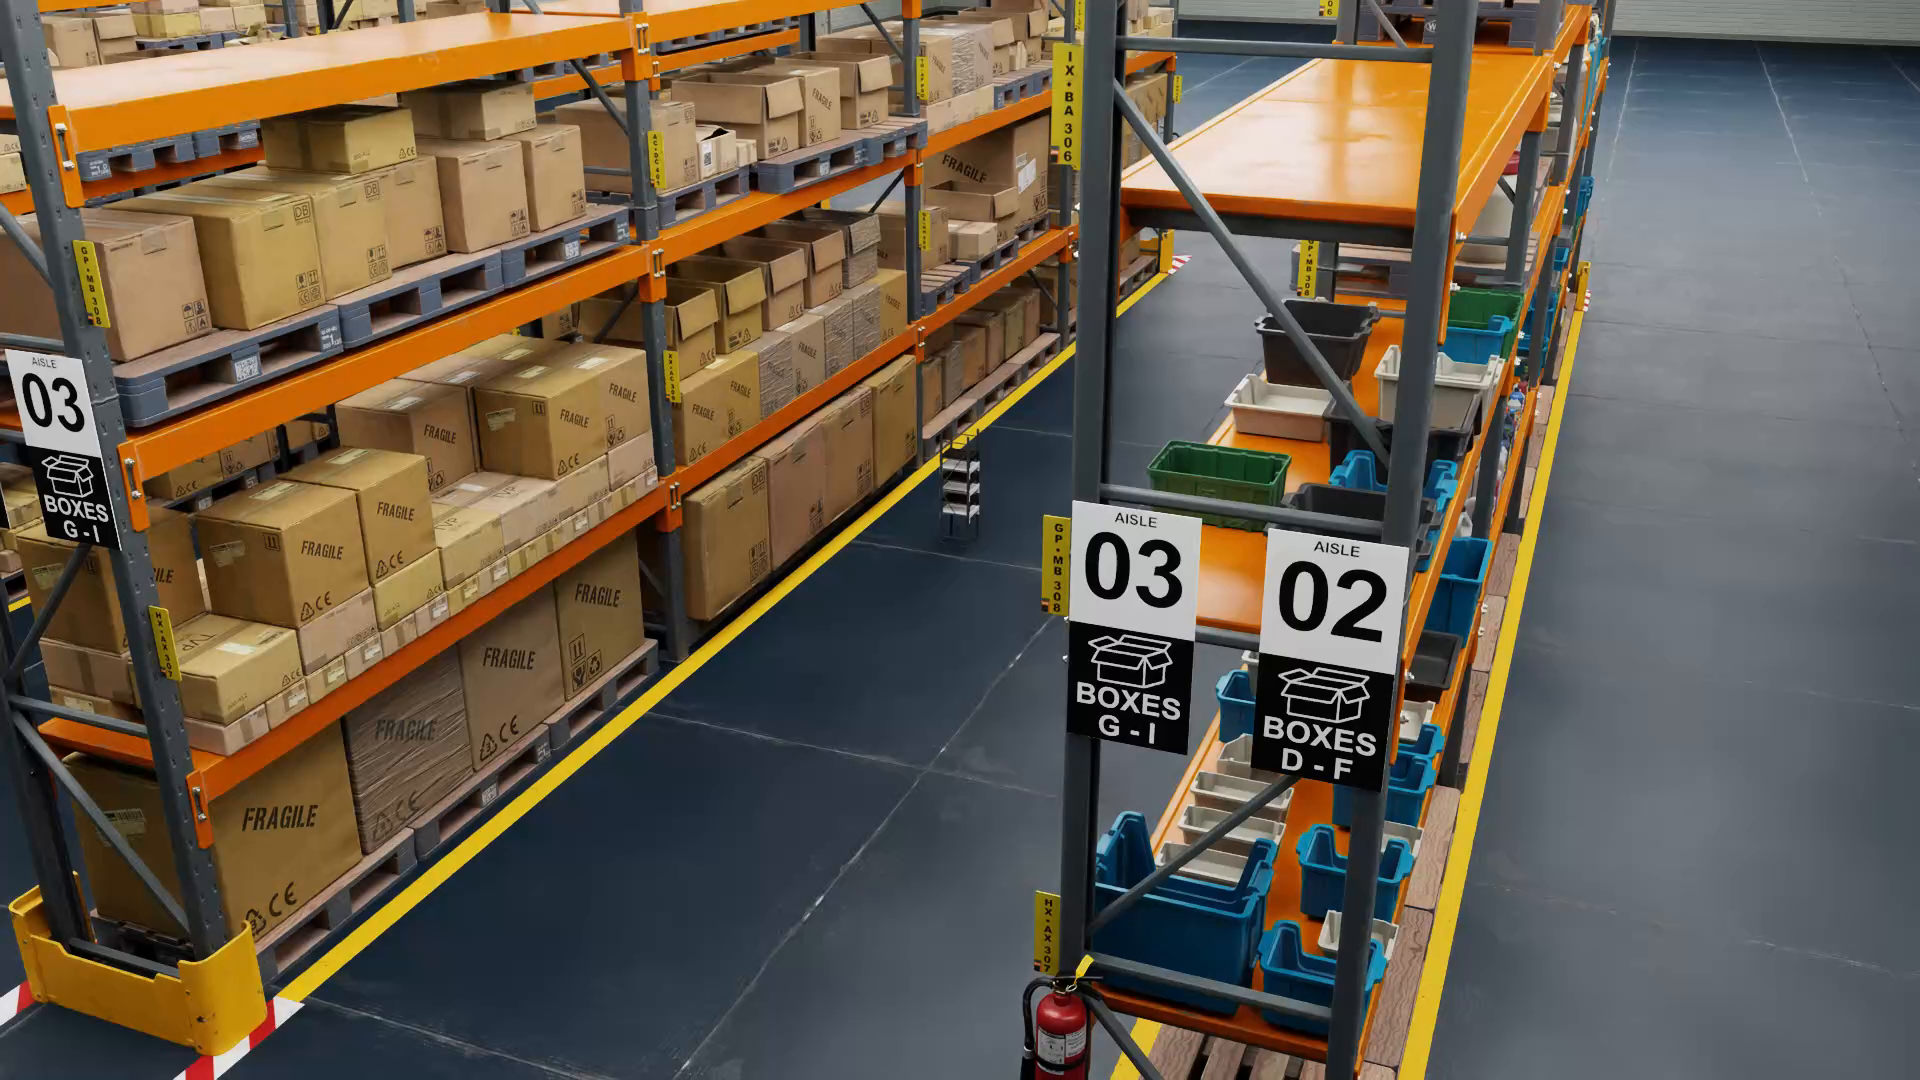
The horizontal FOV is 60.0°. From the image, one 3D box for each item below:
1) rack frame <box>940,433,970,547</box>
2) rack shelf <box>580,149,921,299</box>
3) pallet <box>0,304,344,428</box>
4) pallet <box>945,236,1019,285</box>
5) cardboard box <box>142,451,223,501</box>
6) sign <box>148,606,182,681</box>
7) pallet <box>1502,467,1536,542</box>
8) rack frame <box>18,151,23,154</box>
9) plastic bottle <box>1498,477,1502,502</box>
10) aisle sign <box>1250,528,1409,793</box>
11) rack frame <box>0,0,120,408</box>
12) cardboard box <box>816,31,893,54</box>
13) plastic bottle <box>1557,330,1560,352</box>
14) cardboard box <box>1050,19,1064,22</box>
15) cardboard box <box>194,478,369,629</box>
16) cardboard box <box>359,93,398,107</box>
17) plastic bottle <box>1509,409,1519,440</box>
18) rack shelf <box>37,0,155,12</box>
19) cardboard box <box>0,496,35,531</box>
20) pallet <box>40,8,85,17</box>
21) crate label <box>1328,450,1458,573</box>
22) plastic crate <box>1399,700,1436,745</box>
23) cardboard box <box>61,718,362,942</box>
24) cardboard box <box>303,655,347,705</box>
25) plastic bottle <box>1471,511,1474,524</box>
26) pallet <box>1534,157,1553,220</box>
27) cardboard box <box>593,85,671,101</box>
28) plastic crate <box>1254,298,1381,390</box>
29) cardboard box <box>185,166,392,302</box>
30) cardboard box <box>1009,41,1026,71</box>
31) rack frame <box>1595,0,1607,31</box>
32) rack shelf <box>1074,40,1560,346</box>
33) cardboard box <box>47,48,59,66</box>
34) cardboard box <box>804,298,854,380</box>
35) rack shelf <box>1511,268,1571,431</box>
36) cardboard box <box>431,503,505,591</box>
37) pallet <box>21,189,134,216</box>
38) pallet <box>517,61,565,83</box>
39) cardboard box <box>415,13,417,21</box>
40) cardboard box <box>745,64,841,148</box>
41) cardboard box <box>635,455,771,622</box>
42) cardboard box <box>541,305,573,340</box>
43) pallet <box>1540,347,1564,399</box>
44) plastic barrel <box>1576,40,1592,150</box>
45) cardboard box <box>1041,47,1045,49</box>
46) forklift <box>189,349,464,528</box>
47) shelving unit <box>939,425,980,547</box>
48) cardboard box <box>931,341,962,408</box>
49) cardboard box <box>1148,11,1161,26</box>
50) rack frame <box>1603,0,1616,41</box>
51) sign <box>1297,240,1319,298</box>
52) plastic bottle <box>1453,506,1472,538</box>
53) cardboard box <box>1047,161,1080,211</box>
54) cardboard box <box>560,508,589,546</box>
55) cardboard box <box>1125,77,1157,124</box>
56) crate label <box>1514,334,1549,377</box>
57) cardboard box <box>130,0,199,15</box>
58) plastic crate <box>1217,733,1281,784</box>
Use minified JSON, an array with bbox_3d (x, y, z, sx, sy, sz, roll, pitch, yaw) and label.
[{"bbox_3d":[-0.041,-0.376,12.705,0.240,0.900,0.006,9,24,20],"label":"rack frame"},{"bbox_3d":[-1.551,-2.419,11.913,1.077,0.370,4.000,9,24,20],"label":"rack shelf"},{"bbox_3d":[-3.514,-0.829,7.290,1.003,0.211,1.213,9,24,20],"label":"pallet"},{"bbox_3d":[-0.111,-2.708,15.812,1.003,0.211,1.213,9,24,20],"label":"pallet"},{"bbox_3d":[-6.341,-0.664,13.368,0.500,0.500,0.500,10,25,22],"label":"cardboard box"},{"bbox_3d":[-3.267,0.426,6.834,0.100,0.325,0.005,9,24,20],"label":"sign"},{"bbox_3d":[4.114,-0.358,13.556,1.003,0.211,1.213,9,24,20],"label":"pallet"},{"bbox_3d":[-6.862,-4.165,11.269,1.000,3.000,0.127,9,24,20],"label":"rack frame"},{"bbox_3d":[3.243,-0.330,10.128,0.097,0.201,0.097,0,23,0],"label":"plastic bottle"},{"bbox_3d":[1.068,0.359,4.850,0.394,0.787,0.004,9,24,20],"label":"aisle sign"},{"bbox_3d":[-3.780,-1.988,6.055,1.000,3.000,0.127,9,24,20],"label":"rack frame"},{"bbox_3d":[-0.863,-3.950,13.866,0.500,0.500,0.500,9,24,21],"label":"cardboard box"},{"bbox_3d":[6.031,-2.082,16.932,0.144,0.351,0.185,8,24,18],"label":"plastic bottle"},{"bbox_3d":[1.197,-5.726,18.575,0.380,0.149,0.250,8,24,18],"label":"cardboard box"},{"bbox_3d":[-3.165,0.055,7.786,0.500,0.500,0.500,8,24,19],"label":"cardboard box"},{"bbox_3d":[-5.352,-4.018,14.678,0.500,0.500,0.500,9,24,20],"label":"cardboard box"},{"bbox_3d":[3.710,-0.780,11.206,0.097,0.201,0.097,0,23,0],"label":"plastic bottle"},{"bbox_3d":[-6.119,-4.364,13.198,1.077,0.370,4.000,9,24,20],"label":"rack shelf"},{"bbox_3d":[-6.896,-0.198,11.937,0.380,0.149,0.250,9,24,20],"label":"cardboard box"},{"bbox_3d":[-12.841,-7.294,22.766,1.003,0.211,1.213,9,24,20],"label":"pallet"},{"bbox_3d":[1.461,-0.110,5.644,0.408,0.251,0.502,9,24,20],"label":"crate label"},{"bbox_3d":[1.937,0.819,7.385,0.293,0.136,0.466,9,24,20],"label":"plastic crate"},{"bbox_3d":[-3.616,1.327,8.116,0.875,0.875,0.875,9,24,20],"label":"cardboard box"},{"bbox_3d":[-3.153,0.633,7.891,0.380,0.149,0.250,8,24,19],"label":"cardboard box"},{"bbox_3d":[2.948,-0.079,9.436,0.097,0.271,0.097,0,23,0],"label":"plastic bottle"},{"bbox_3d":[3.415,-2.410,11.204,1.003,0.211,1.213,9,24,20],"label":"pallet"},{"bbox_3d":[-3.721,-4.954,19.346,0.875,0.550,0.550,9,24,20],"label":"cardboard box"},{"bbox_3d":[1.589,-0.860,7.418,0.497,0.269,0.590,9,24,20],"label":"plastic crate"},{"bbox_3d":[-3.168,-1.459,7.878,0.700,0.500,0.500,7,24,16],"label":"cardboard box"},{"bbox_3d":[0.421,-4.679,16.020,0.396,0.266,0.258,10,25,22],"label":"cardboard box"},{"bbox_3d":[5.276,-5.573,14.638,1.000,3.000,0.127,9,24,20],"label":"rack frame"},{"bbox_3d":[1.562,-1.478,6.287,1.077,0.370,4.000,9,24,20],"label":"rack shelf"},{"bbox_3d":[-9.640,-5.003,17.340,0.396,0.266,0.258,9,24,20],"label":"cardboard box"},{"bbox_3d":[-1.142,-1.552,12.667,0.500,0.500,0.500,8,24,18],"label":"cardboard box"},{"bbox_3d":[4.533,-1.757,14.220,1.077,0.370,4.000,9,24,20],"label":"rack shelf"},{"bbox_3d":[-2.785,0.026,8.828,0.500,0.250,0.500,8,24,19],"label":"cardboard box"},{"bbox_3d":[-9.843,-3.683,18.146,1.213,0.211,1.003,9,24,20],"label":"pallet"},{"bbox_3d":[-4.773,-4.764,16.839,1.003,0.211,1.213,10,25,22],"label":"pallet"},{"bbox_3d":[-7.440,-6.908,22.054,0.380,0.149,0.250,8,24,19],"label":"cardboard box"},{"bbox_3d":[-1.207,-3.156,12.070,0.500,0.500,0.500,10,25,23],"label":"cardboard box"},{"bbox_3d":[-2.075,-0.096,11.522,1.225,0.875,0.875,9,24,20],"label":"cardboard box"},{"bbox_3d":[-4.745,-2.502,17.446,1.050,0.750,0.750,9,24,21],"label":"cardboard box"},{"bbox_3d":[5.564,-1.752,16.893,1.003,0.211,1.213,9,24,20],"label":"pallet"},{"bbox_3d":[4.540,-3.452,12.896,0.600,0.830,0.708,9,24,20],"label":"plastic barrel"},{"bbox_3d":[0.604,-5.029,17.423,0.500,0.250,0.500,10,25,22],"label":"cardboard box"},{"bbox_3d":[-4.400,-1.198,12.038,3.031,2.935,1.130,8,24,19],"label":"forklift"},{"bbox_3d":[-0.003,-0.412,12.792,0.258,0.900,0.210,9,24,20],"label":"shelving unit"},{"bbox_3d":[-0.384,-1.575,15.523,0.700,0.500,0.500,7,24,16],"label":"cardboard box"},{"bbox_3d":[2.144,-6.110,19.494,0.380,0.149,0.250,8,24,18],"label":"cardboard box"},{"bbox_3d":[6.762,-7.004,18.065,1.000,3.000,0.127,9,24,20],"label":"rack frame"},{"bbox_3d":[1.794,-1.409,8.551,0.100,0.325,0.005,9,24,20],"label":"sign"},{"bbox_3d":[2.751,-0.013,9.176,0.144,0.351,0.185,9,24,20],"label":"plastic bottle"},{"bbox_3d":[0.902,-3.849,17.780,0.875,0.500,0.500,9,24,20],"label":"cardboard box"},{"bbox_3d":[-2.390,-0.103,9.653,0.380,0.149,0.250,9,24,21],"label":"cardboard box"},{"bbox_3d":[2.008,-5.178,19.664,0.500,0.500,0.500,9,24,20],"label":"cardboard box"},{"bbox_3d":[4.295,-1.393,12.633,0.303,0.233,0.416,9,24,20],"label":"crate label"},{"bbox_3d":[-8.979,-6.078,18.741,0.500,0.250,0.500,9,24,21],"label":"cardboard box"},{"bbox_3d":[1.248,0.953,7.064,0.298,0.136,0.250,9,24,20],"label":"plastic crate"}]
